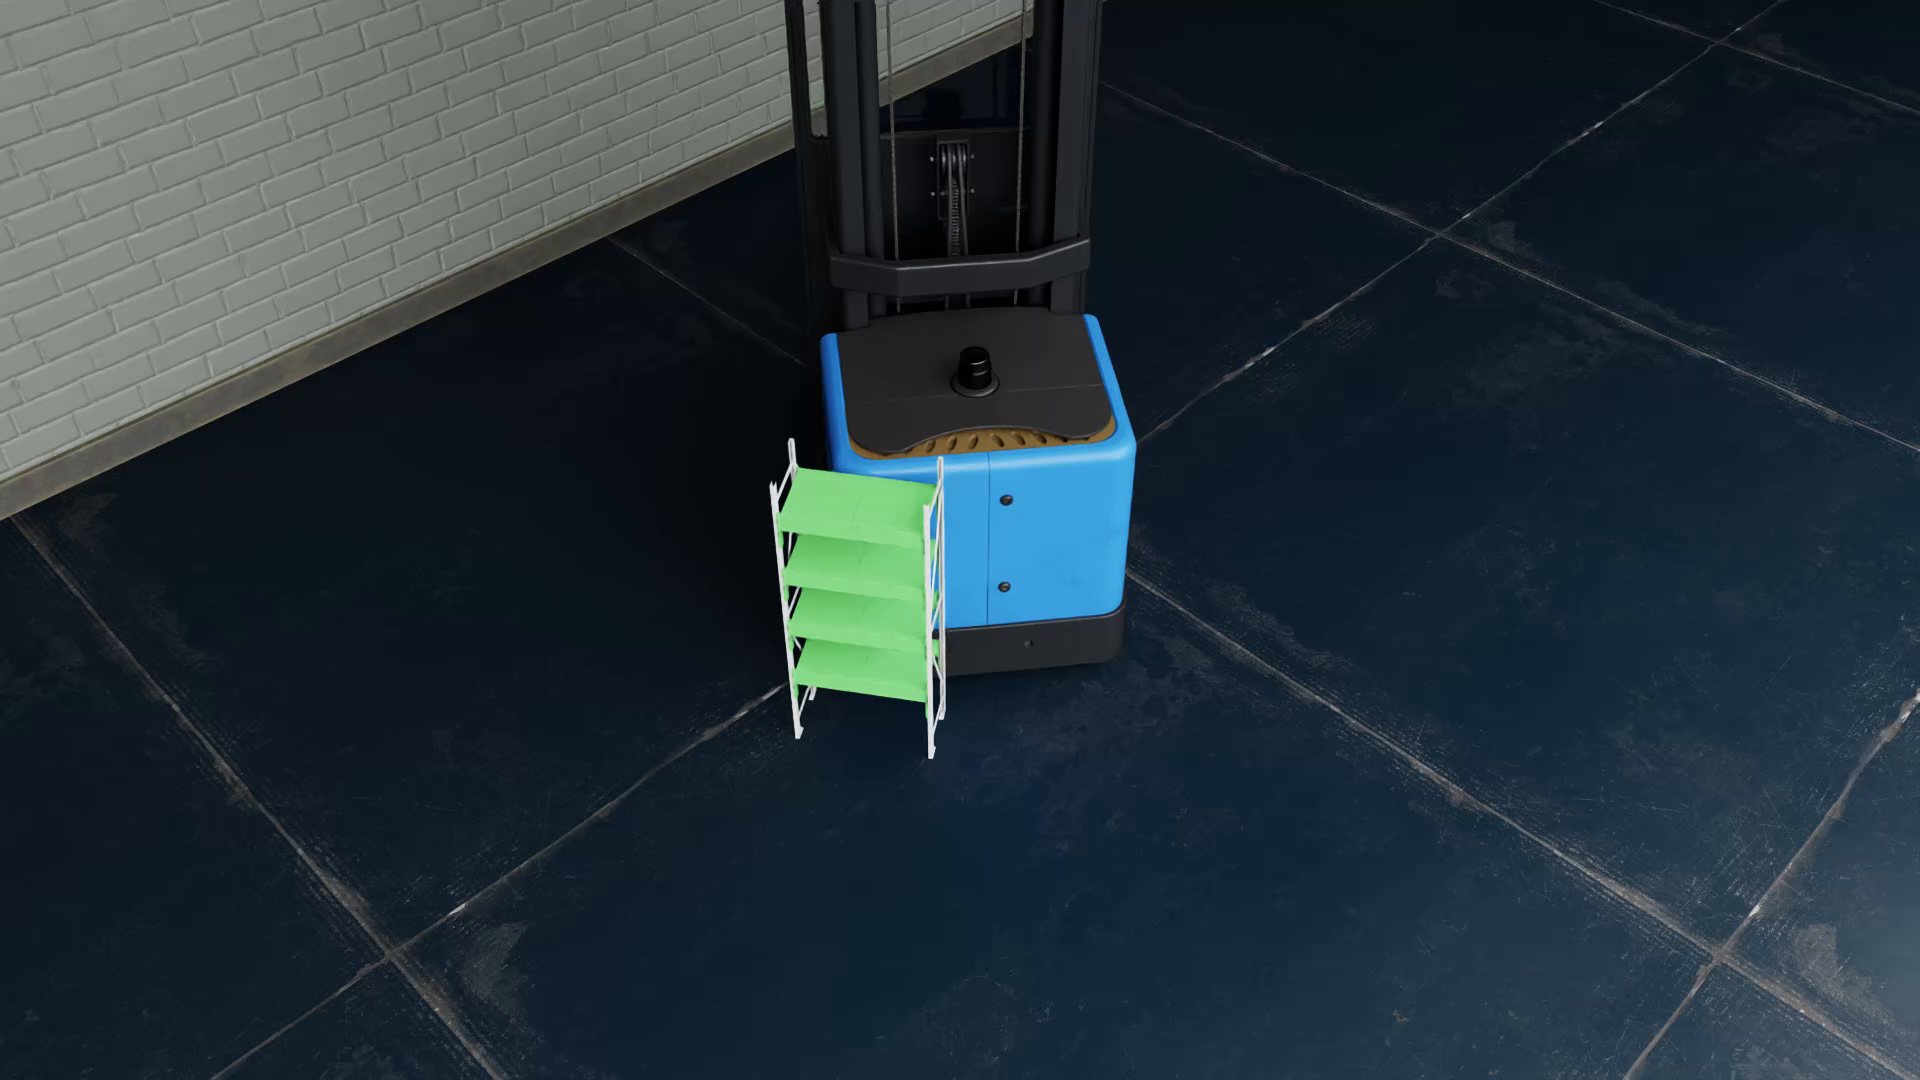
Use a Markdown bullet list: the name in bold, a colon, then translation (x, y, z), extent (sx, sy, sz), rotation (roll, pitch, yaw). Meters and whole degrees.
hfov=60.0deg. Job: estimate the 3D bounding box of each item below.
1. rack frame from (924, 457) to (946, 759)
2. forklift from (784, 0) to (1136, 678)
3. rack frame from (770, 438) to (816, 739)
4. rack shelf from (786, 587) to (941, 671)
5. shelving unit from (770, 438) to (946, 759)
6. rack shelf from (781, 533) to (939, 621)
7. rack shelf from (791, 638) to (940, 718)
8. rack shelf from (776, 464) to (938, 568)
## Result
- **rack frame**: translation (-0.082, 0.257, 5.588), extent (0.015, 1.200, 0.240), rotation (7, 43, 8)
- **forklift**: translation (-0.087, -1.554, 6.272), extent (1.130, 2.935, 3.031), rotation (-5, 43, -5)
- **rack frame**: translation (-0.562, 0.195, 5.655), extent (0.015, 1.200, 0.240), rotation (7, 43, 8)
- **rack shelf**: translation (-0.322, 0.273, 5.665), extent (0.480, 0.148, 0.258), rotation (7, 43, 8)
- **shelving unit**: translation (-0.322, 0.226, 5.621), extent (0.503, 1.200, 0.258), rotation (7, 43, 8)
- **rack shelf**: translation (-0.322, 0.097, 5.502), extent (0.480, 0.148, 0.258), rotation (7, 43, 8)
- **rack shelf**: translation (-0.322, 0.449, 5.828), extent (0.480, 0.148, 0.258), rotation (7, 43, 8)
- **rack shelf**: translation (-0.322, -0.080, 5.339), extent (0.480, 0.148, 0.258), rotation (7, 43, 8)
